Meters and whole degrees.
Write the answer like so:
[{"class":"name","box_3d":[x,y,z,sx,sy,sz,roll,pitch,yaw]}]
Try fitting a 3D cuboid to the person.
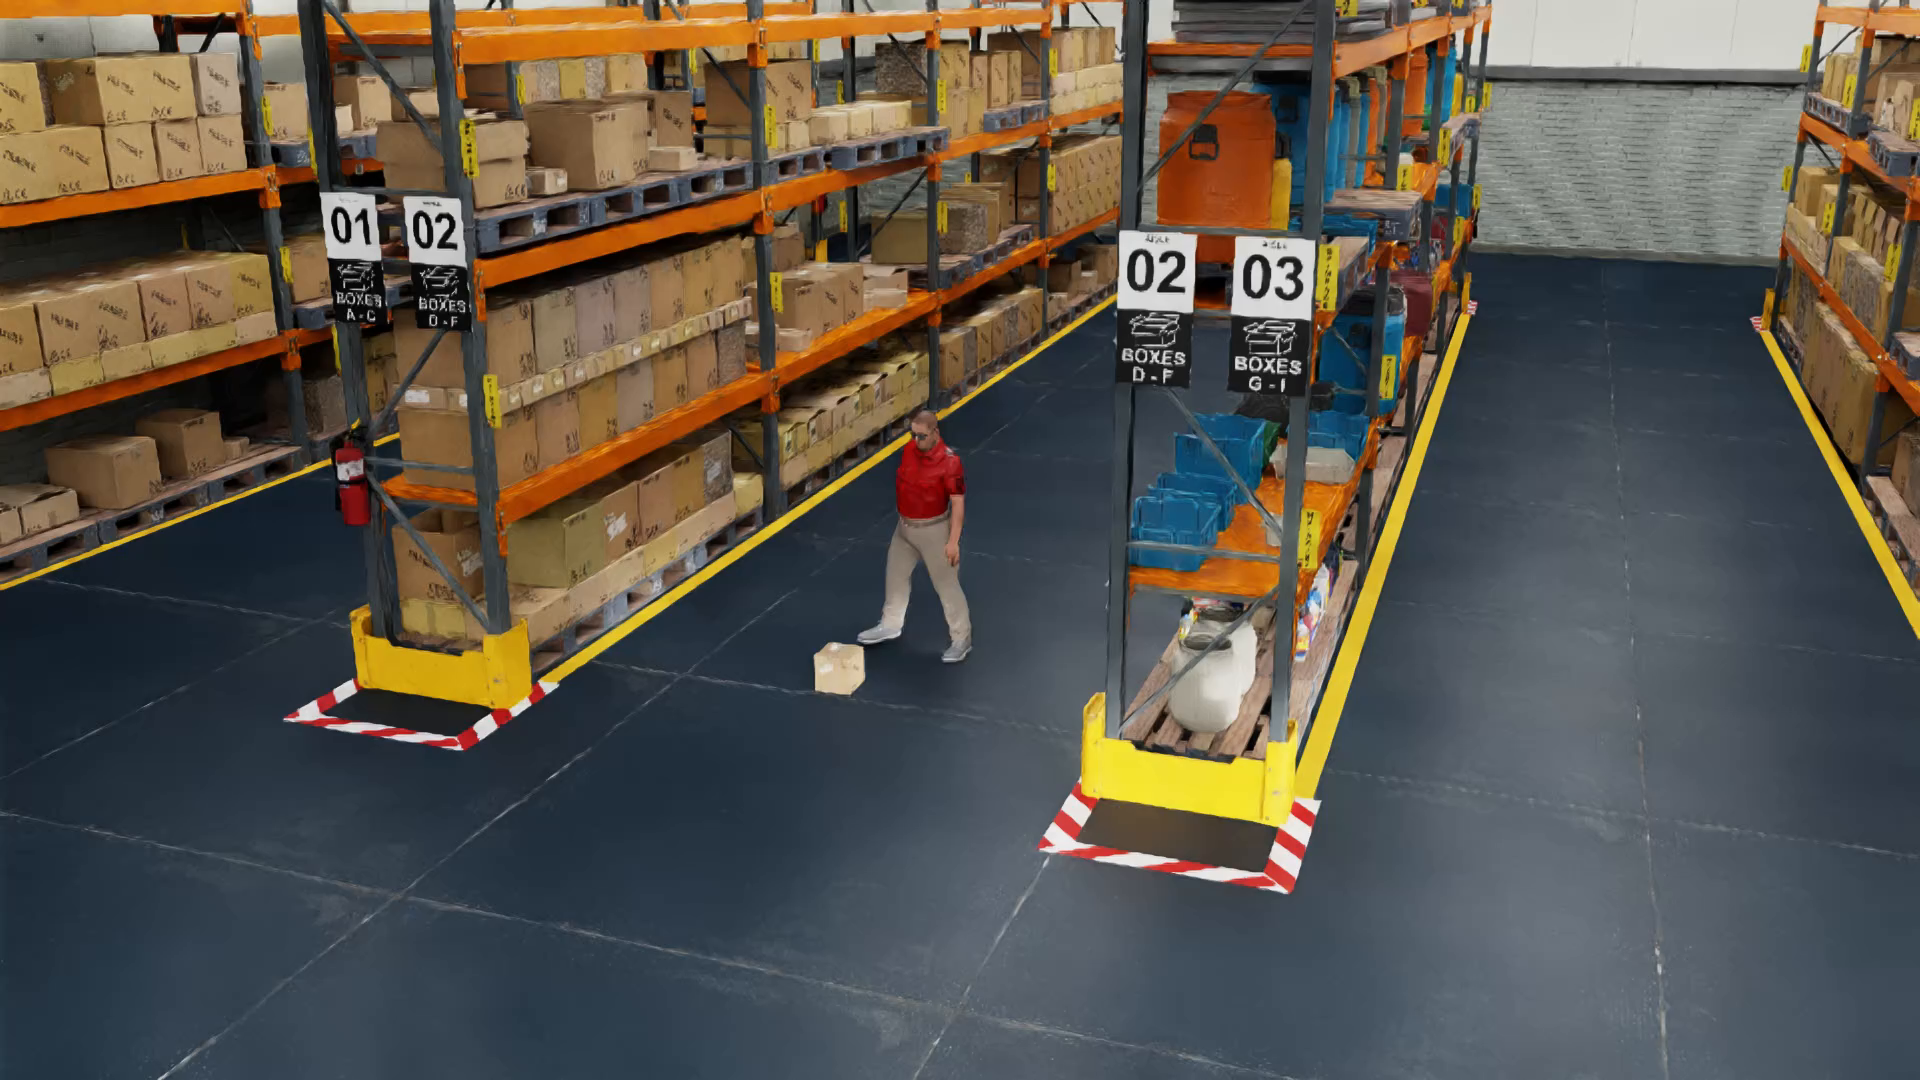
[{"class":"person","box_3d":[-0.294,-0.061,11.232,0.542,1.716,0.744,-16,24,-40]}]
